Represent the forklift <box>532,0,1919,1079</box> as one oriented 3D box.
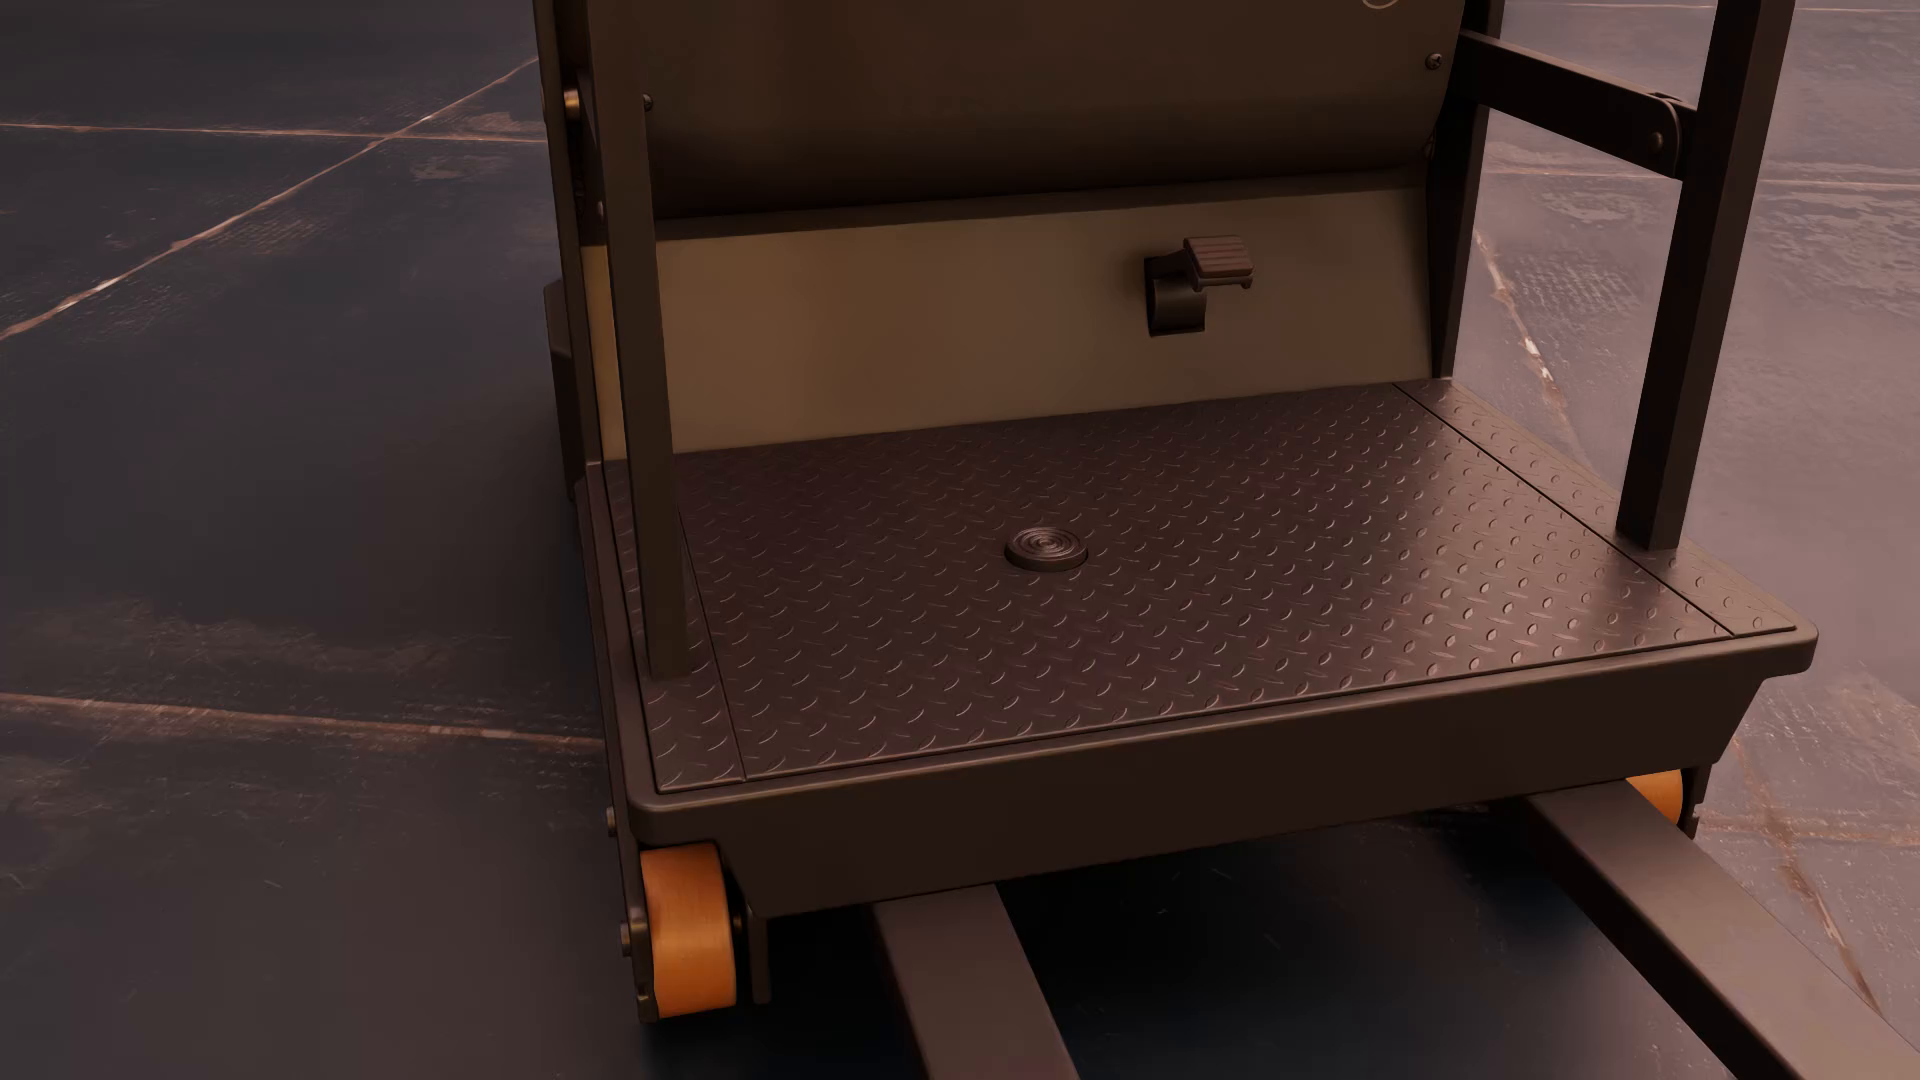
[{"bbox_3d":[0.153,-1.049,1.319,1.130,2.935,3.031,-7,27,-13],"label":"forklift"}]
